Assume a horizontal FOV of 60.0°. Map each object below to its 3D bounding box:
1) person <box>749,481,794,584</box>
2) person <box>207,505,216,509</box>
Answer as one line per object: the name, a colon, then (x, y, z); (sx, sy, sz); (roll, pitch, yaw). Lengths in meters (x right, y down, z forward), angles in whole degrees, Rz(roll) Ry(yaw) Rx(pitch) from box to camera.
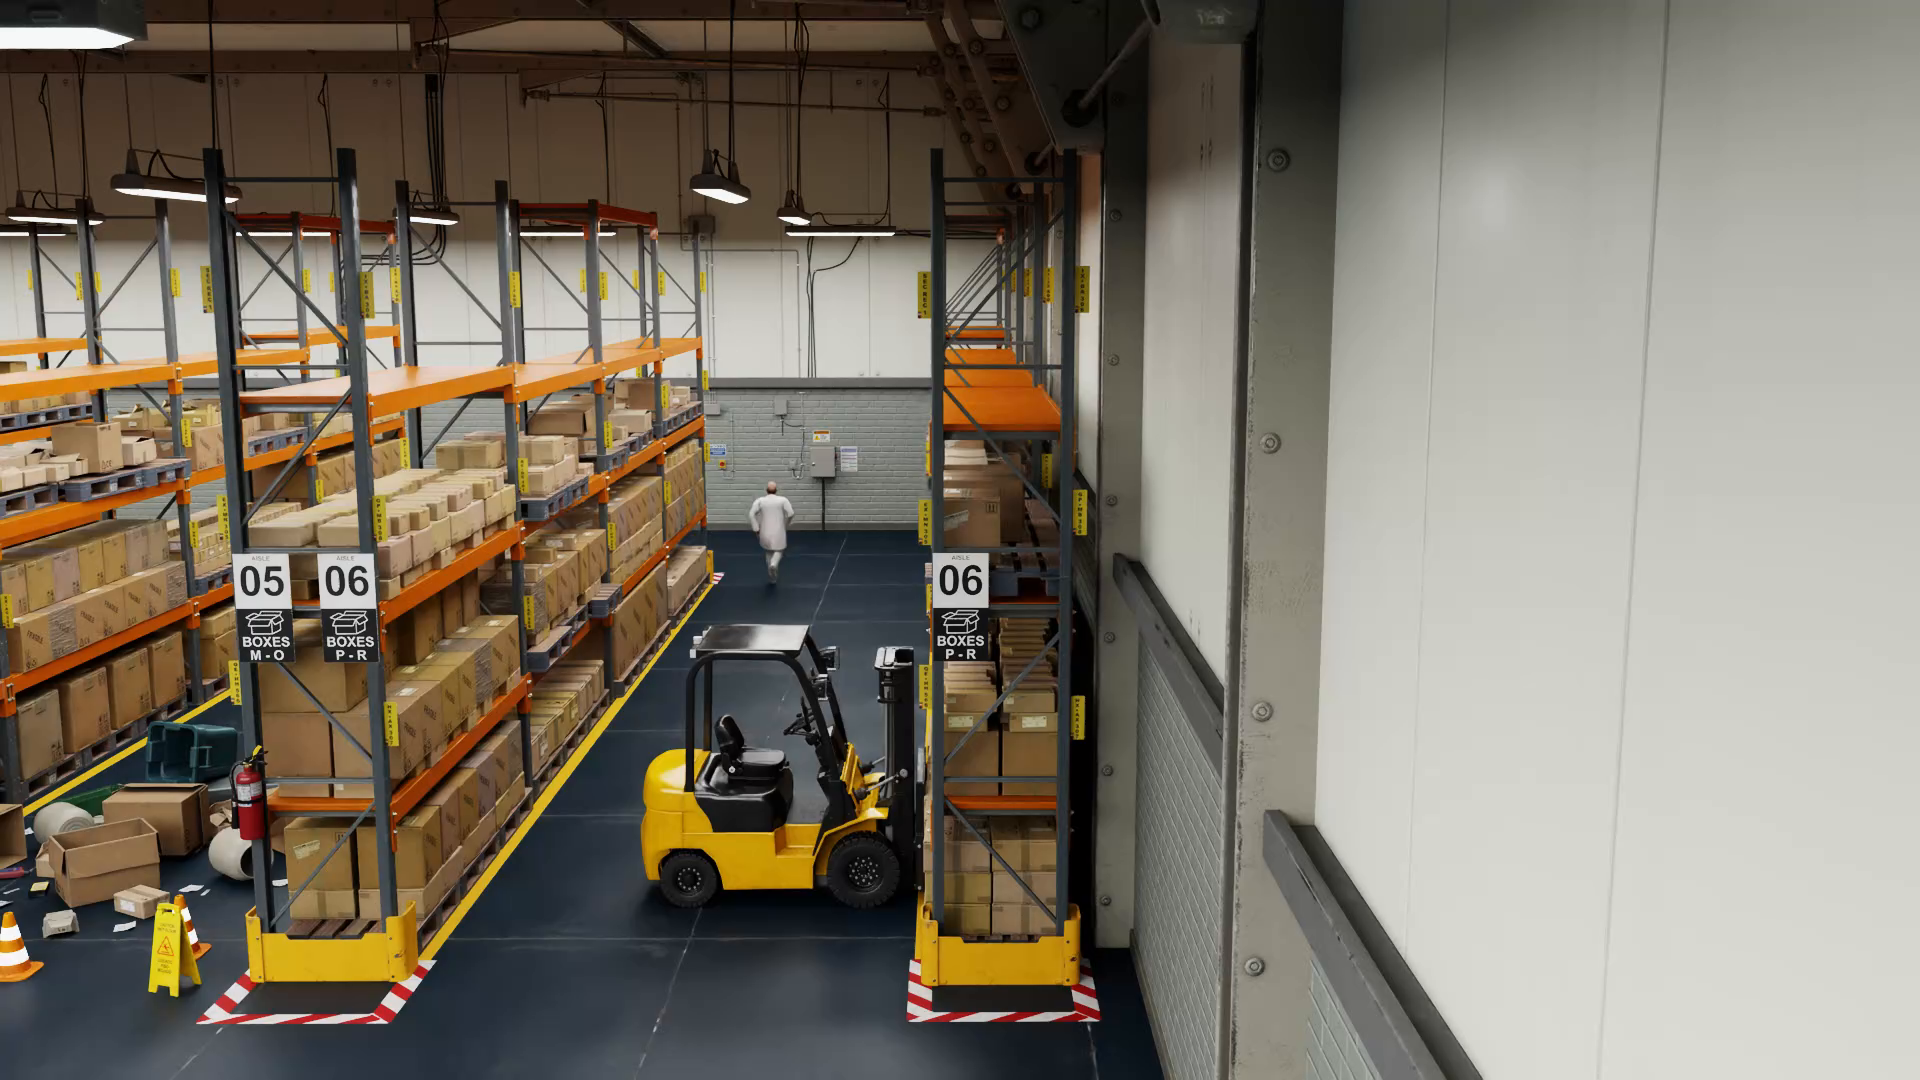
person: (-3.117, -0.097, 27.654); (0.748, 1.756, 0.710); (0, 9, 1)
person: (-11.474, 0.273, 25.581); (0.573, 1.638, 0.569); (0, 9, 0)
